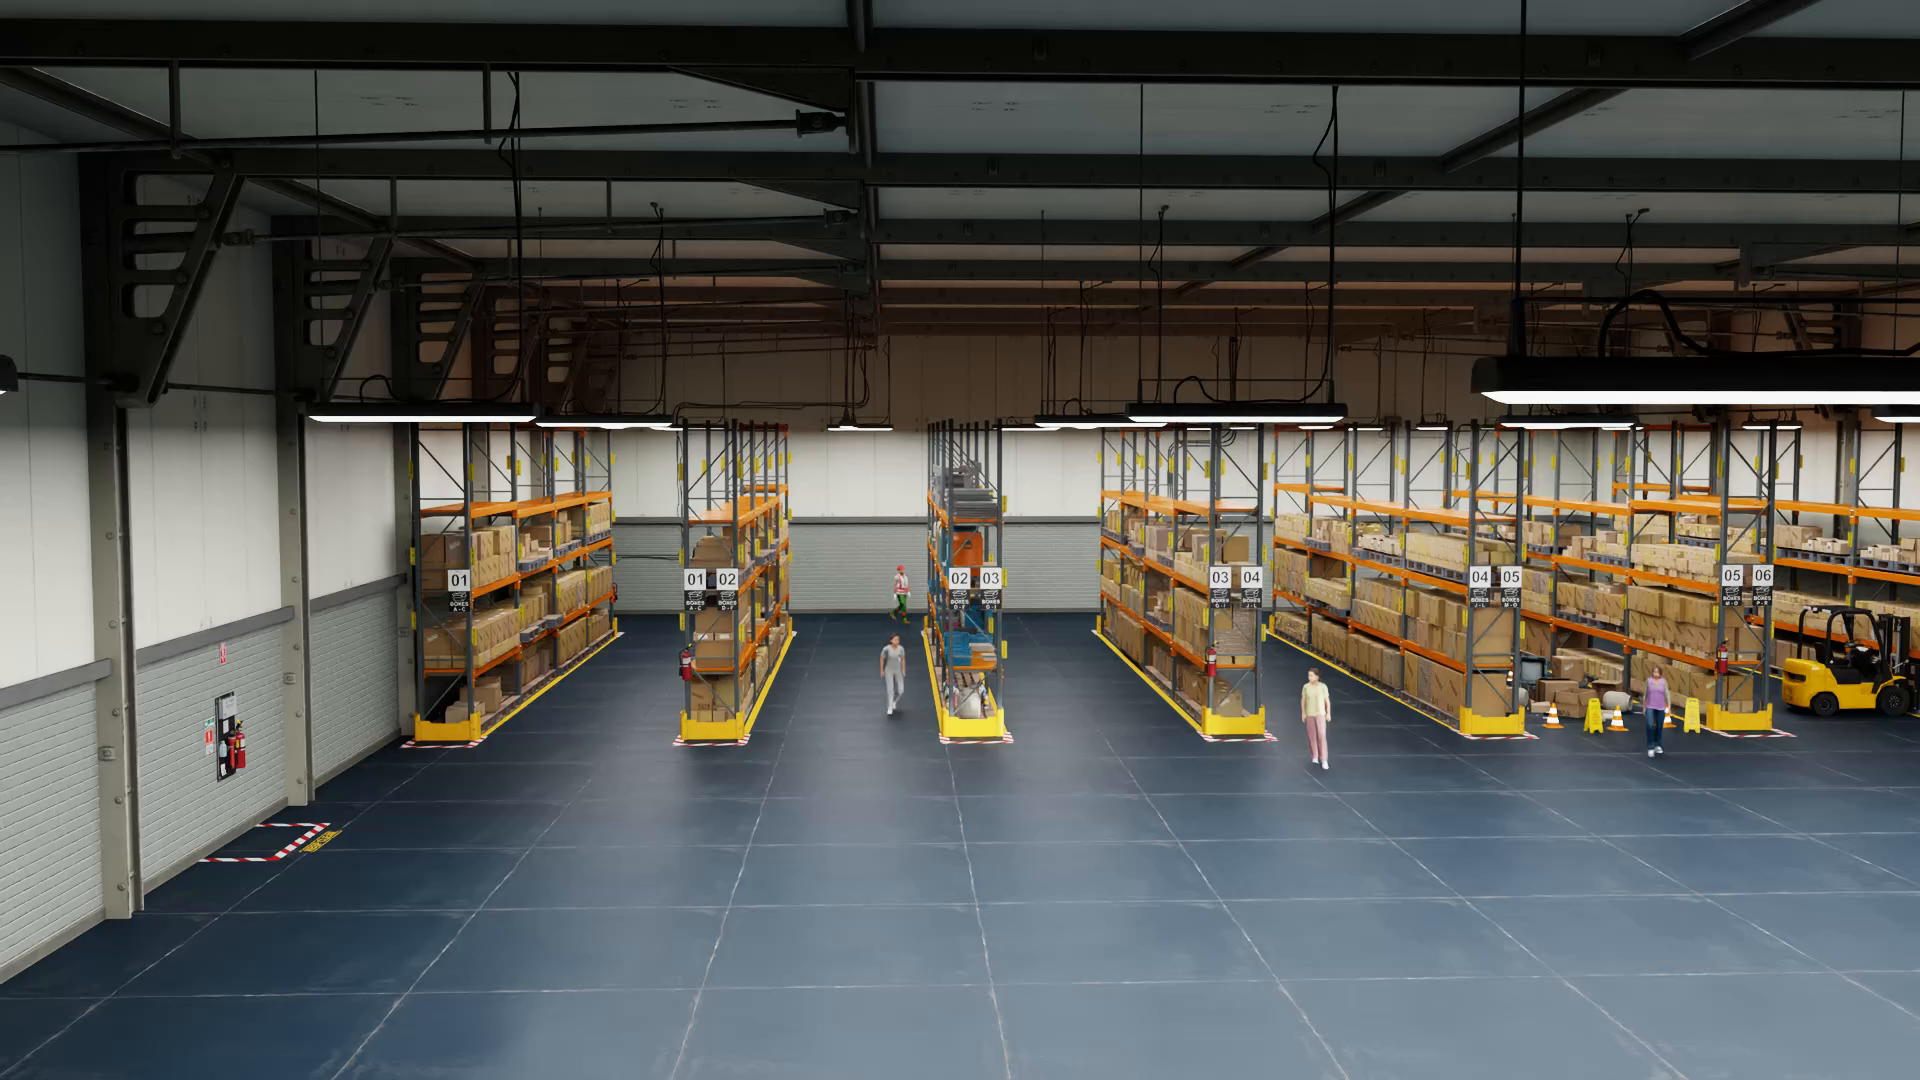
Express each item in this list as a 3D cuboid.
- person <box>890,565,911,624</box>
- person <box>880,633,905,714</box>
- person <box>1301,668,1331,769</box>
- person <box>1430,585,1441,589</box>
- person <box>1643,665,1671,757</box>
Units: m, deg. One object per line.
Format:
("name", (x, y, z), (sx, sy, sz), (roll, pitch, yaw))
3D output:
("person", (-1.795, 1.629, 50.070), (0.882, 1.764, 0.539), (3, 5, 36))
("person", (-1.400, 2.720, 34.158), (0.495, 1.653, 0.540), (-1, 4, -20))
("person", (6.134, 3.050, 28.678), (0.559, 1.673, 0.649), (2, 4, 25))
("person", (15.048, 1.499, 52.277), (1.006, 1.750, 0.546), (-2, 4, -29))
("person", (12.420, 3.041, 29.641), (0.464, 1.637, 0.522), (1, 4, 20))
